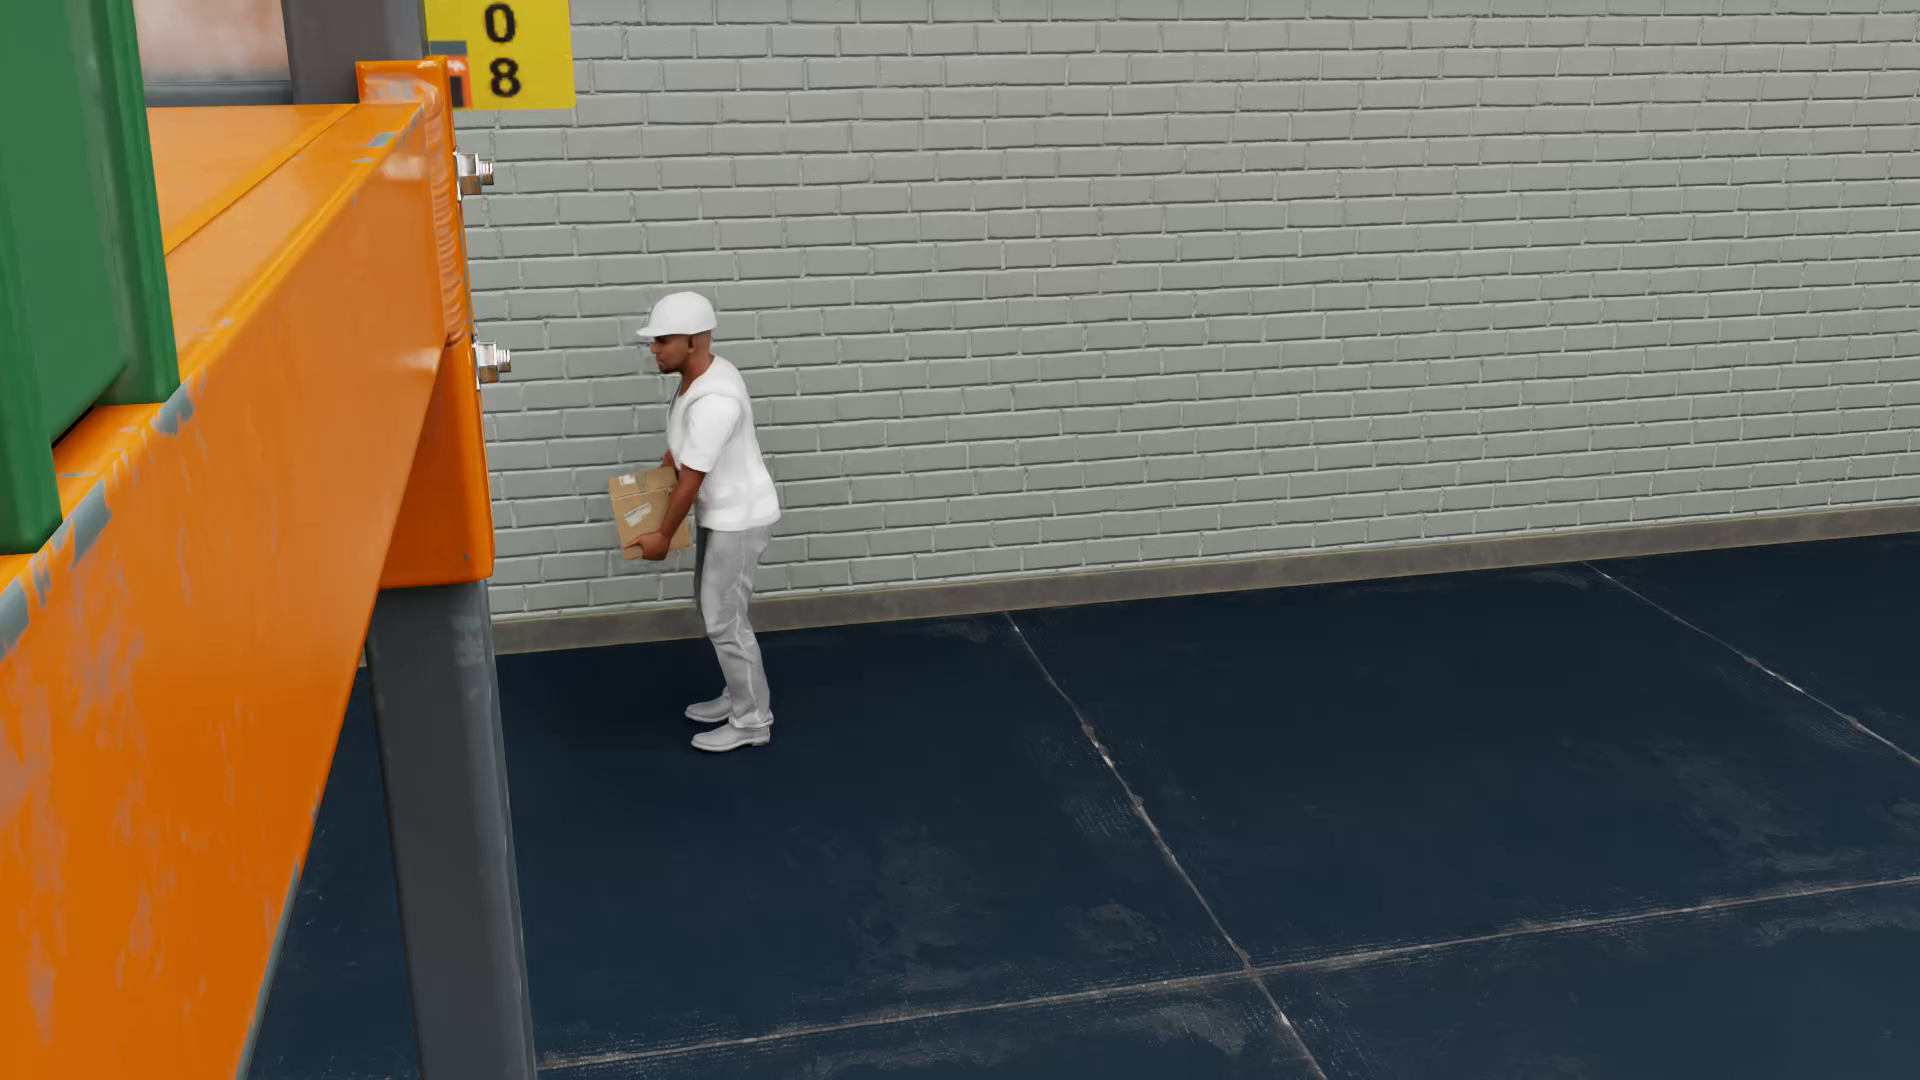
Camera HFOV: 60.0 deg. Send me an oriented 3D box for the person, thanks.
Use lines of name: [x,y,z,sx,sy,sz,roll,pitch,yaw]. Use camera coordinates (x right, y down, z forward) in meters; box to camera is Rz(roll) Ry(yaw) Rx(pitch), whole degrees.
person: [-0.975,-0.064,6.241,0.592,1.746,0.501,-5,20,-13]
